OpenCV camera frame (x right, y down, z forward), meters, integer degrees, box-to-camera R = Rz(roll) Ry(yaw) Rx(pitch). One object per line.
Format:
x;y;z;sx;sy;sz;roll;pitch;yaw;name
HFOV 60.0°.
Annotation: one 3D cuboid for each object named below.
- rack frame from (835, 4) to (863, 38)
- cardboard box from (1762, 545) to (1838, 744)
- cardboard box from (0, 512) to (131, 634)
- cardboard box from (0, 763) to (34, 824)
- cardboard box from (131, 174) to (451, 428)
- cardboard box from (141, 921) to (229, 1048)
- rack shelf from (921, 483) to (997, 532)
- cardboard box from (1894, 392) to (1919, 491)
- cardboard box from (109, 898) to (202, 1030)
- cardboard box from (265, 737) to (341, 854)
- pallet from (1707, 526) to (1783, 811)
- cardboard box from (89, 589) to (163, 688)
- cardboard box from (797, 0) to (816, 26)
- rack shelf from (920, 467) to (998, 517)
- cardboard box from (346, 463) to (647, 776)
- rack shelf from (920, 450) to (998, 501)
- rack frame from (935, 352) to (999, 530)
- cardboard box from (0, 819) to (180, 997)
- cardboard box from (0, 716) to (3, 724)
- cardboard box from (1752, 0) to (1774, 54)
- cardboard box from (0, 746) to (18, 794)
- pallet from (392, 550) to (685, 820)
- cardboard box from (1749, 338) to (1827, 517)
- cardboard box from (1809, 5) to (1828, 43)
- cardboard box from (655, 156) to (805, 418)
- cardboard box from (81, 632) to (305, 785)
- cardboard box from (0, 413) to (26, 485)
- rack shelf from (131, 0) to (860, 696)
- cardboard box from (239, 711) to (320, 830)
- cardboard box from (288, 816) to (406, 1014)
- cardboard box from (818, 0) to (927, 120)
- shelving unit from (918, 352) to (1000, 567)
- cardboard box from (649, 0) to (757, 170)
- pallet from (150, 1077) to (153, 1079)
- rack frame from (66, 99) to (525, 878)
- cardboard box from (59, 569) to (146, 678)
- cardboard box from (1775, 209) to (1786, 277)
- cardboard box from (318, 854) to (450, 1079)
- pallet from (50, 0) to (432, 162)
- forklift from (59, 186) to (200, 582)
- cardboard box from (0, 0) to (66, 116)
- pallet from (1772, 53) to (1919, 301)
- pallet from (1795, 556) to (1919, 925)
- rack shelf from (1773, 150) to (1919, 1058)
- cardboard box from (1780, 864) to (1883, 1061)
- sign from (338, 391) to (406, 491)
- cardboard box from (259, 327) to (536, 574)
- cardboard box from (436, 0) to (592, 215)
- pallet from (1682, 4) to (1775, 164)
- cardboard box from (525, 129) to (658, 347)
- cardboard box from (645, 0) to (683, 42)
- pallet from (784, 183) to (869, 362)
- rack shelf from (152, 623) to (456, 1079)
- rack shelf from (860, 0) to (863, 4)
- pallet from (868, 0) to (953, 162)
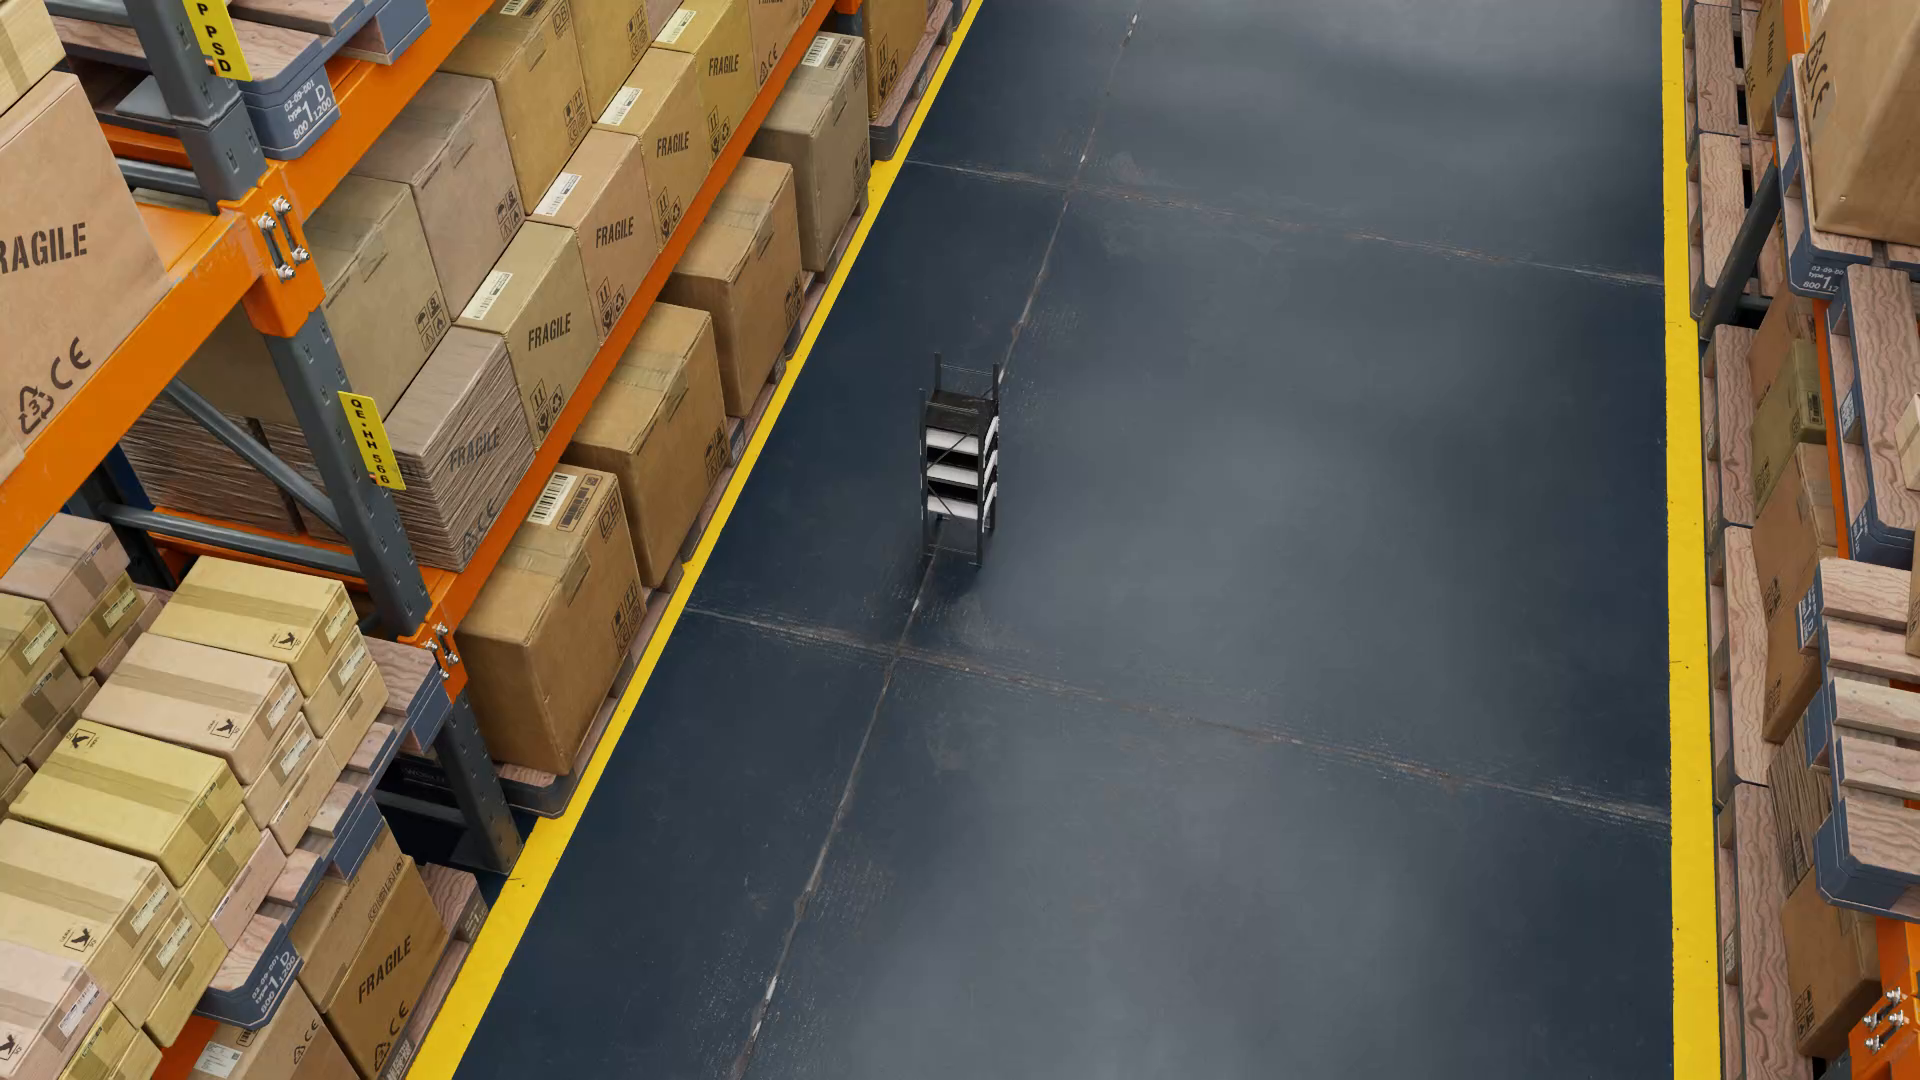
-0.947;-2.882;7.212;1.000;3.000;0.127;12;50;10;rack frame
3.192;0.441;5.653;0.700;0.500;0.500;15;50;13;cardboard box
-2.309;0.058;4.108;0.380;0.149;0.250;12;50;10;cardboard box
-2.454;0.629;4.001;0.380;0.149;0.250;14;50;12;cardboard box
-1.872;-0.675;4.531;0.700;0.500;0.500;11;50;10;cardboard box
-1.890;0.948;3.719;0.380;0.149;0.250;11;49;10;cardboard box
-0.002;-0.151;6.486;0.258;0.077;0.200;12;50;10;rack shelf
2.937;-0.291;4.734;0.396;0.266;0.258;10;49;9;cardboard box
-1.892;0.869;3.590;0.380;0.149;0.250;12;50;10;cardboard box
-1.753;0.582;4.042;0.380;0.149;0.250;11;50;10;cardboard box
3.289;0.541;6.050;1.003;0.211;1.213;12;50;10;pallet
-2.312;0.239;4.344;0.380;0.149;0.250;11;49;10;cardboard box
-0.826;-2.485;6.795;0.500;0.500;0.500;11;50;10;cardboard box
-0.002;-0.210;6.419;0.258;0.077;0.200;12;50;10;rack shelf
-1.753;0.194;5.717;1.050;0.750;0.750;11;49;10;cardboard box
-0.002;-0.270;6.351;0.258;0.077;0.200;12;50;10;rack shelf
0.025;-0.365;6.391;0.240;0.900;0.006;12;50;10;rack frame
-1.890;0.768;3.481;0.380;0.149;0.250;13;50;11;cardboard box
-2.445;0.426;3.783;0.380;0.149;0.250;11;50;10;cardboard box
4.377;-2.699;8.437;0.500;0.500;0.500;16;50;14;cardboard box
-2.457;0.557;3.865;0.380;0.149;0.250;10;49;9;cardboard box
-1.720;0.379;6.194;1.003;0.211;1.213;12;50;10;pallet
3.485;-0.367;6.366;0.700;0.500;0.500;11;50;10;cardboard box
3.585;-1.960;6.566;0.380;0.149;0.250;12;50;10;cardboard box
-1.281;-1.113;6.871;1.050;0.750;0.750;12;50;10;cardboard box
-1.755;0.385;3.819;0.380;0.149;0.250;11;49;10;cardboard box
-2.024;-0.187;2.766;0.500;0.500;0.500;12;50;10;cardboard box
-1.473;-1.197;6.205;1.077;0.370;4.000;12;50;10;rack shelf
-1.759;0.498;3.918;0.380;0.149;0.250;13;50;11;cardboard box
-1.927;0.998;4.675;0.500;0.250;0.500;11;49;9;cardboard box
-0.714;-2.759;8.240;0.875;0.875;0.875;12;50;11;cardboard box
-0.002;-0.292;6.326;0.258;0.900;0.210;12;50;10;shelving unit
-1.092;-1.754;6.149;0.500;0.500;0.500;12;50;10;cardboard box
-2.481;1.515;3.459;1.003;0.211;1.213;12;50;10;pallet
-2.000;0.011;4.658;1.000;3.000;0.127;12;50;10;rack frame
-2.321;0.167;4.210;0.380;0.149;0.250;14;50;12;cardboard box
3.955;-1.423;7.311;0.500;0.500;0.500;10;49;9;cardboard box
-1.921;1.227;4.972;0.500;0.500;0.500;11;50;10;cardboard box
-1.881;-1.395;4.025;1.213;0.211;1.003;14;50;12;pallet
-3.133;-1.348;5.904;1.130;2.935;3.031;12;50;10;forklift
-1.856;-0.924;2.906;0.396;0.266;0.258;12;50;10;cardboard box
3.470;-1.242;5.893;1.003;0.211;1.213;12;50;10;pallet
2.844;0.590;4.275;1.213;0.211;1.003;12;50;10;pallet
3.285;-0.145;5.276;1.077;0.370;4.000;12;50;10;rack shelf
2.916;1.256;4.933;0.700;0.500;0.500;9;49;8;cardboard box
-1.474;-0.245;4.165;0.100;0.325;0.005;12;50;10;sign
-1.621;-0.293;4.860;0.500;0.500;0.500;12;50;10;cardboard box
-1.607;-1.413;5.182;0.700;0.500;0.500;11;49;9;cardboard box
4.273;-2.285;8.545;1.003;0.211;1.213;12;50;10;pallet
-1.357;-1.026;5.507;0.500;0.500;0.500;12;50;10;cardboard box
-1.339;-2.148;5.830;0.700;0.500;0.500;12;50;10;cardboard box
-1.077;-1.386;7.752;1.003;0.211;1.213;12;50;10;pallet
-2.526;1.696;3.651;1.077;0.370;4.000;12;50;10;rack shelf
-0.421;-4.091;8.758;1.077;0.370;4.000;12;50;10;rack shelf
-0.671;-2.494;8.729;1.003;0.211;1.213;12;50;10;pallet
